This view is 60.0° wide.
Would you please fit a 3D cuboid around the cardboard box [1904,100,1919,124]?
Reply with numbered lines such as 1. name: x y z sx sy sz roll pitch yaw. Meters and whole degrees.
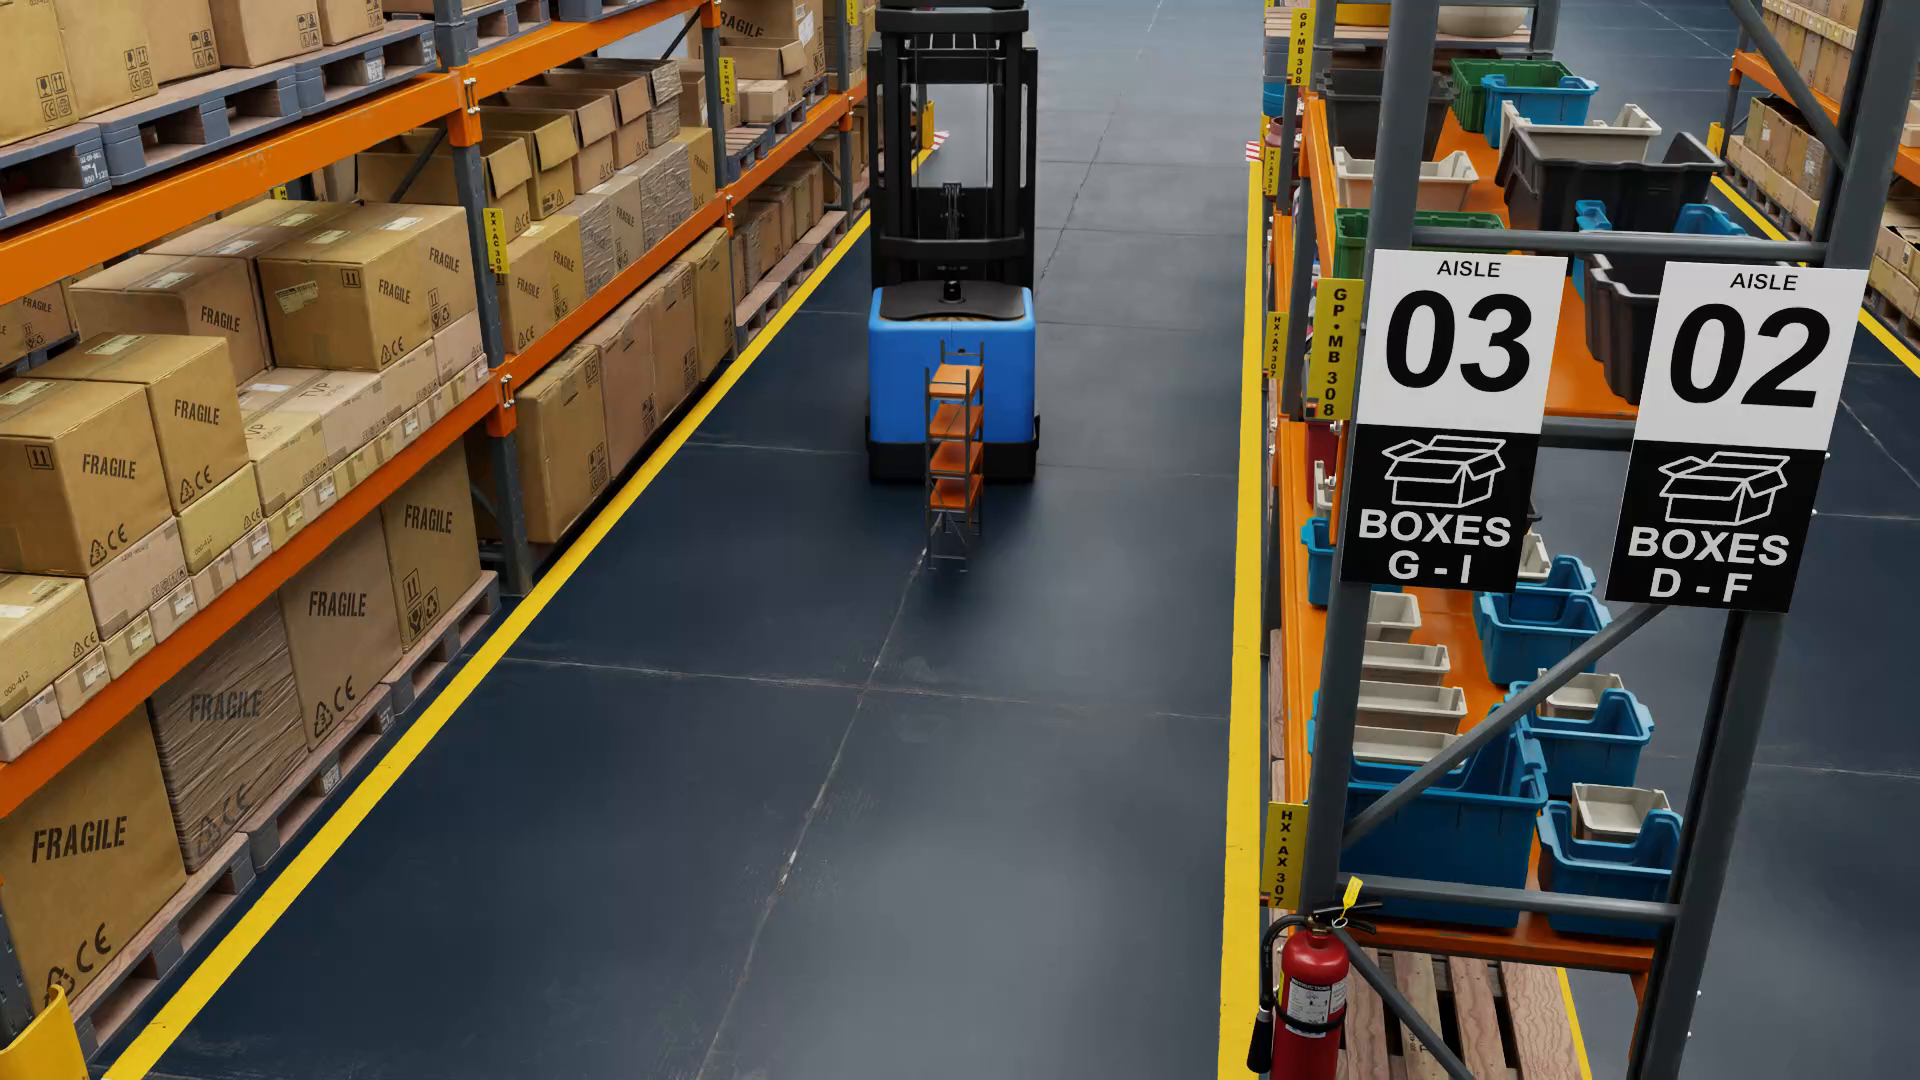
1. cardboard box: 8.188 -3.477 13.816 0.500 0.250 0.500 6 26 12

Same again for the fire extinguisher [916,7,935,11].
1. fire extinguisher: -0.420 -6.095 19.325 0.296 0.674 0.183 4 25 9

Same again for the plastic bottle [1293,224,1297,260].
1. plastic bottle: 2.115 -1.871 10.347 0.061 0.283 0.133 4 25 9

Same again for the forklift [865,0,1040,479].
1. forklift: -0.050 -2.287 11.179 1.130 2.935 3.031 0 25 0

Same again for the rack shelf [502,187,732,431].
1. rack shelf: -2.528 -1.606 10.492 1.077 0.370 4.000 4 25 9

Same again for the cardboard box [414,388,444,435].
1. cardboard box: -2.665 -0.617 7.825 0.380 0.149 0.250 4 25 8

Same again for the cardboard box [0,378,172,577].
1. cardboard box: -3.082 -0.220 5.624 0.500 0.500 0.500 3 25 7

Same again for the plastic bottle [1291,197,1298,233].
1. plastic bottle: 2.250 -2.162 10.982 0.097 0.271 0.097 0 25 0

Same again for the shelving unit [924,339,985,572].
1. shelving unit: -0.027 -0.474 9.348 0.258 1.200 0.503 4 25 9

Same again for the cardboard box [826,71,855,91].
1. cardboard box: -1.215 -4.397 15.902 0.380 0.149 0.250 4 25 9

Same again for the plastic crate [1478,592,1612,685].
1. plastic crate: 1.958 0.338 5.616 0.416 0.233 0.300 4 25 9

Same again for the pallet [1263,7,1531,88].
1. pallet: 2.063 -2.360 7.938 1.213 0.211 1.003 4 25 9

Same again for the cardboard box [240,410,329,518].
1. cardboard box: -2.919 -0.318 6.717 0.500 0.250 0.500 4 25 7

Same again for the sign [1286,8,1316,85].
1. sign: 1.489 -2.154 7.265 0.100 0.325 0.005 4 25 9

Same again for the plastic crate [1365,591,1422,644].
1. plastic crate: 1.446 0.296 5.821 0.298 0.136 0.250 4 25 9

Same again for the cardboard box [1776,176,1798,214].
1. cardboard box: 8.244 -3.326 16.066 0.500 0.250 0.500 4 25 9

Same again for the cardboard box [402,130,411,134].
1. cardboard box: -6.252 -4.314 17.438 0.875 0.875 0.875 4 25 9

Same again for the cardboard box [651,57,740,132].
1. cardboard box: -2.160 -3.473 13.018 0.700 0.500 0.500 8 26 16

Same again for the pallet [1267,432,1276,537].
1. pallet: 2.396 -0.321 10.187 1.003 0.211 1.213 4 25 9

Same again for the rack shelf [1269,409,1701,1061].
1. rack shelf: 1.705 0.410 6.185 1.077 0.370 4.000 4 25 9

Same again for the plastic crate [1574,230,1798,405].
1. plastic crate: 1.716 -0.521 3.940 0.497 0.269 0.590 4 25 9

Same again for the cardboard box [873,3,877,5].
1. cardboard box: -1.314 -5.228 16.913 0.875 0.500 0.500 4 25 9

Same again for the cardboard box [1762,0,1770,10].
1. cardboard box: 8.602 -5.616 17.328 0.380 0.149 0.250 4 25 8

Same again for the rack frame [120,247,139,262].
1. rack frame: -7.078 -3.155 12.951 1.000 3.000 0.127 4 25 9

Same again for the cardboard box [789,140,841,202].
1. cardboard box: -1.442 -3.664 16.493 0.500 0.500 0.500 3 25 7

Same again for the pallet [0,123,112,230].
1. pallet: -3.398 -1.052 5.026 1.003 0.211 1.213 4 25 9

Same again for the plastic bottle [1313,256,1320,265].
1. plastic bottle: 2.053 -1.500 9.569 0.097 0.271 0.097 0 25 0

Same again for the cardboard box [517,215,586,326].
1. cardboard box: -2.452 -1.526 9.355 0.500 0.500 0.500 4 25 9

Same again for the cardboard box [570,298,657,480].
1. cardboard box: -2.625 -0.966 10.287 1.225 0.875 0.875 3 25 7

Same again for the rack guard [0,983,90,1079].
1. rack guard: -3.512 1.719 5.487 1.175 0.500 0.348 4 25 9

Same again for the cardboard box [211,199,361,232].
1. cardboard box: -3.185 -1.320 7.972 0.500 0.500 0.500 4 25 9

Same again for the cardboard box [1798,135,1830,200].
1. cardboard box: 8.179 -3.456 15.458 0.500 0.500 0.500 4 25 9

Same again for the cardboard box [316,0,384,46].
1. cardboard box: -2.923 -2.404 7.077 0.700 0.500 0.500 3 25 5

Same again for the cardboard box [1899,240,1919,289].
1. cardboard box: 7.662 -2.154 12.900 0.500 0.311 0.500 5 25 10

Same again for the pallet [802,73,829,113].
1. pallet: -1.816 -4.045 15.080 1.003 0.211 1.213 4 25 9

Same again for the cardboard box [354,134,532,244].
1. cardboard box: -2.759 -1.863 8.891 0.797 0.503 0.637 3 25 7

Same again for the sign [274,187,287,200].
1. sign: -3.392 -1.618 8.396 0.100 0.325 0.005 4 25 9

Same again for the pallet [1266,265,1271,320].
1. pallet: 3.052 -1.993 13.758 1.003 0.211 1.213 4 25 9

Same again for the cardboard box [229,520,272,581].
1. cardboard box: -2.917 0.027 6.449 0.380 0.149 0.250 4 25 8

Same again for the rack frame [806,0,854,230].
1. rack frame: -1.547 -4.442 15.701 1.000 3.000 0.127 4 25 9

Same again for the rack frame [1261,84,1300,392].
1. rack frame: 2.685 -2.425 11.393 1.000 3.000 0.127 4 25 9

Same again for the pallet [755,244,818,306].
1. pallet: -1.870 -2.341 14.503 1.003 0.211 1.213 4 25 9

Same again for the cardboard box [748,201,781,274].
1. cardboard box: -1.947 -2.588 14.170 0.700 0.500 0.500 6 26 13

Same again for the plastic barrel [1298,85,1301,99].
1. plastic barrel: 2.776 -3.287 13.074 0.433 0.535 0.433 0 25 0

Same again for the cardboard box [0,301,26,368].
1. cardboard box: -7.086 -1.480 11.827 0.500 0.500 0.500 3 25 6

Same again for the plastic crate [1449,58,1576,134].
1. plastic crate: 2.261 -1.817 6.805 0.450 0.188 0.662 4 25 9

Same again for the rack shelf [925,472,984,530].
1. rack shelf: -0.027 -0.233 9.460 0.258 0.148 0.480 4 25 9

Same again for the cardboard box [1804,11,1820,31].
1. cardboard box: 8.350 -4.974 15.954 0.380 0.149 0.250 4 25 9

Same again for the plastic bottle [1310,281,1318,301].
1. plastic bottle: 1.889 -1.215 8.865 0.144 0.351 0.185 4 25 9

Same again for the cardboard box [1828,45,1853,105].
1. cardboard box: 8.371 -4.206 15.079 0.700 0.500 0.500 4 25 8
